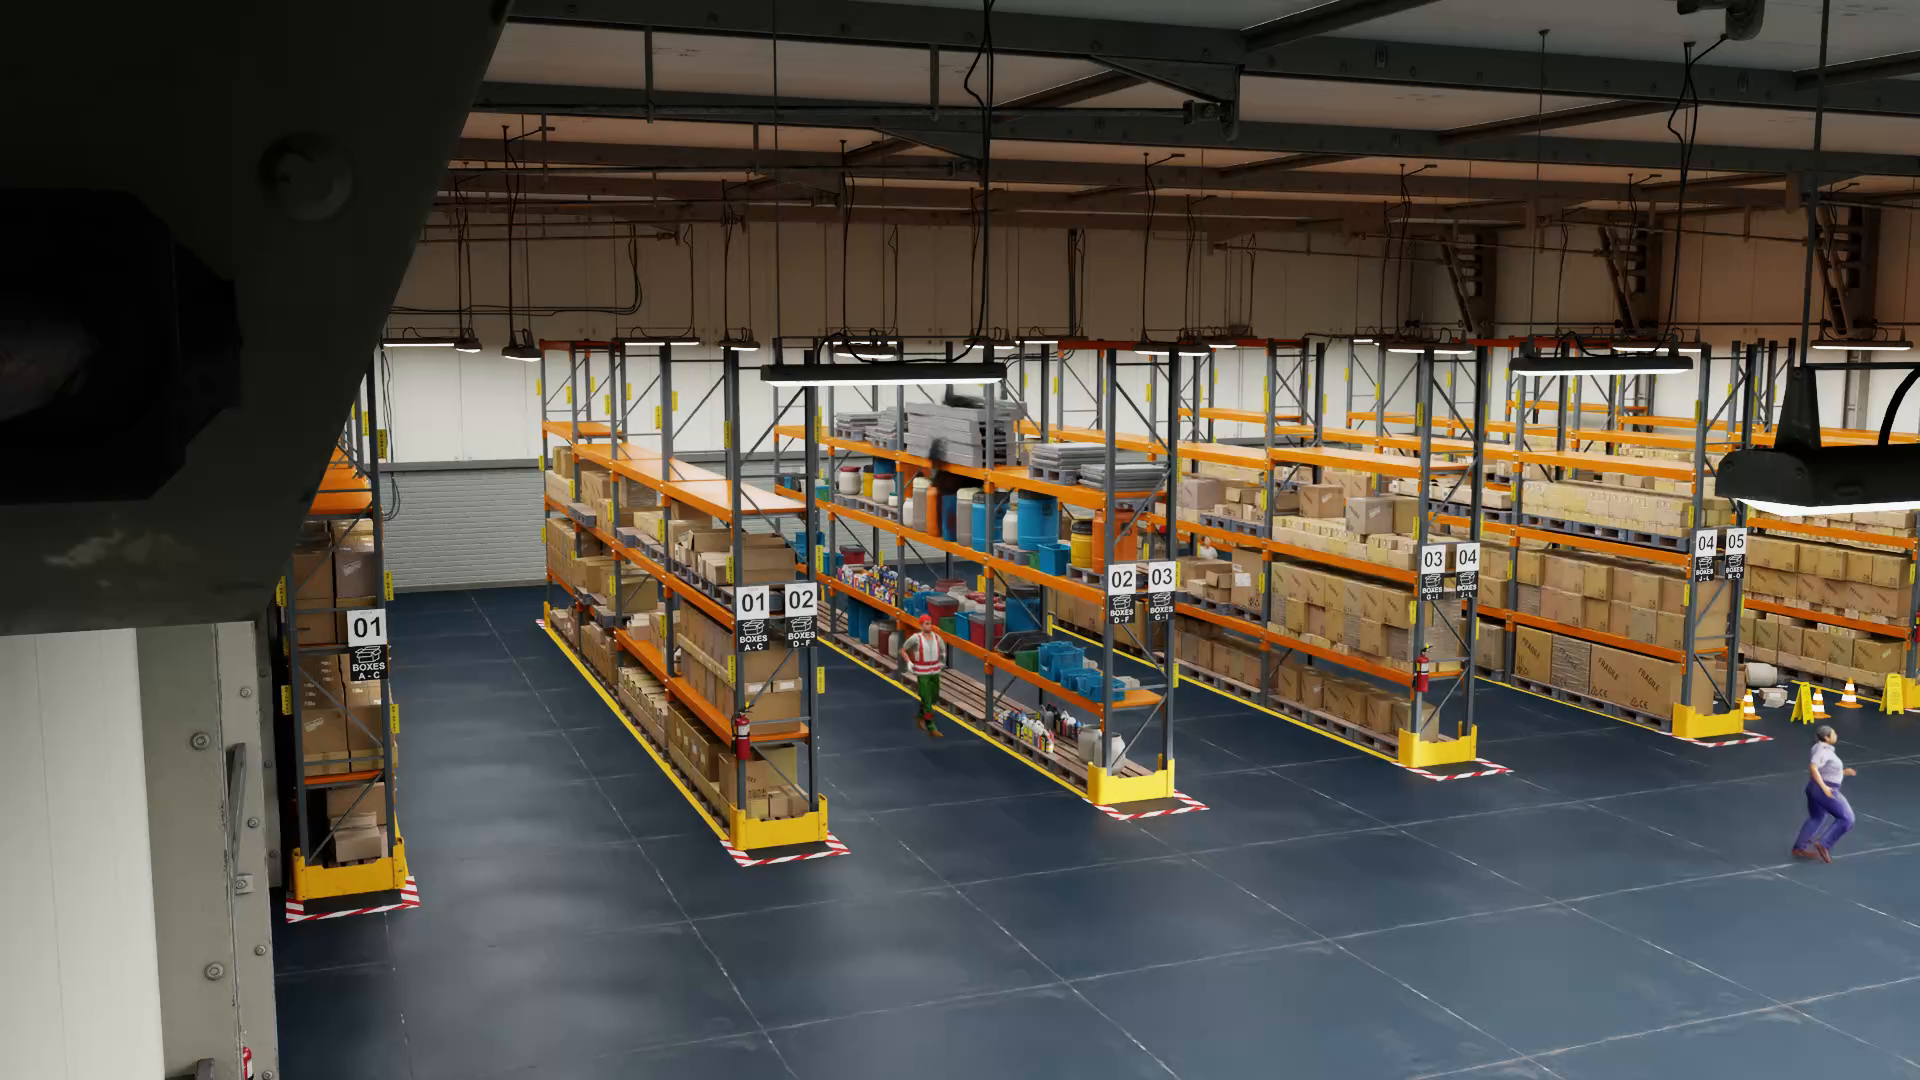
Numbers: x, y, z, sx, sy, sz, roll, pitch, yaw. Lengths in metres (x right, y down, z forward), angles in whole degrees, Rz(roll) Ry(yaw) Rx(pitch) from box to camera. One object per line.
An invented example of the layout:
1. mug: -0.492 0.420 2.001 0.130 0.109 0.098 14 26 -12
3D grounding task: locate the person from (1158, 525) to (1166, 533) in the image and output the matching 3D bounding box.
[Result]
1. person: 5.210 0.111 41.470 0.747 1.798 0.694 -5 9 -34

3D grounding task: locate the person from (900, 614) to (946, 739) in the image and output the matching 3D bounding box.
1. person: -0.476 1.984 24.428 0.667 1.798 0.896 -5 9 -32

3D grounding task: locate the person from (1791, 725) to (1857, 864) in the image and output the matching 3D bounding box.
1. person: 10.202 2.994 19.575 0.656 1.628 0.587 1 7 8

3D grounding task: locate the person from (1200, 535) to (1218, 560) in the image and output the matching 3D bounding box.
1. person: 5.395 0.735 36.599 0.543 1.717 0.829 -3 8 -25
